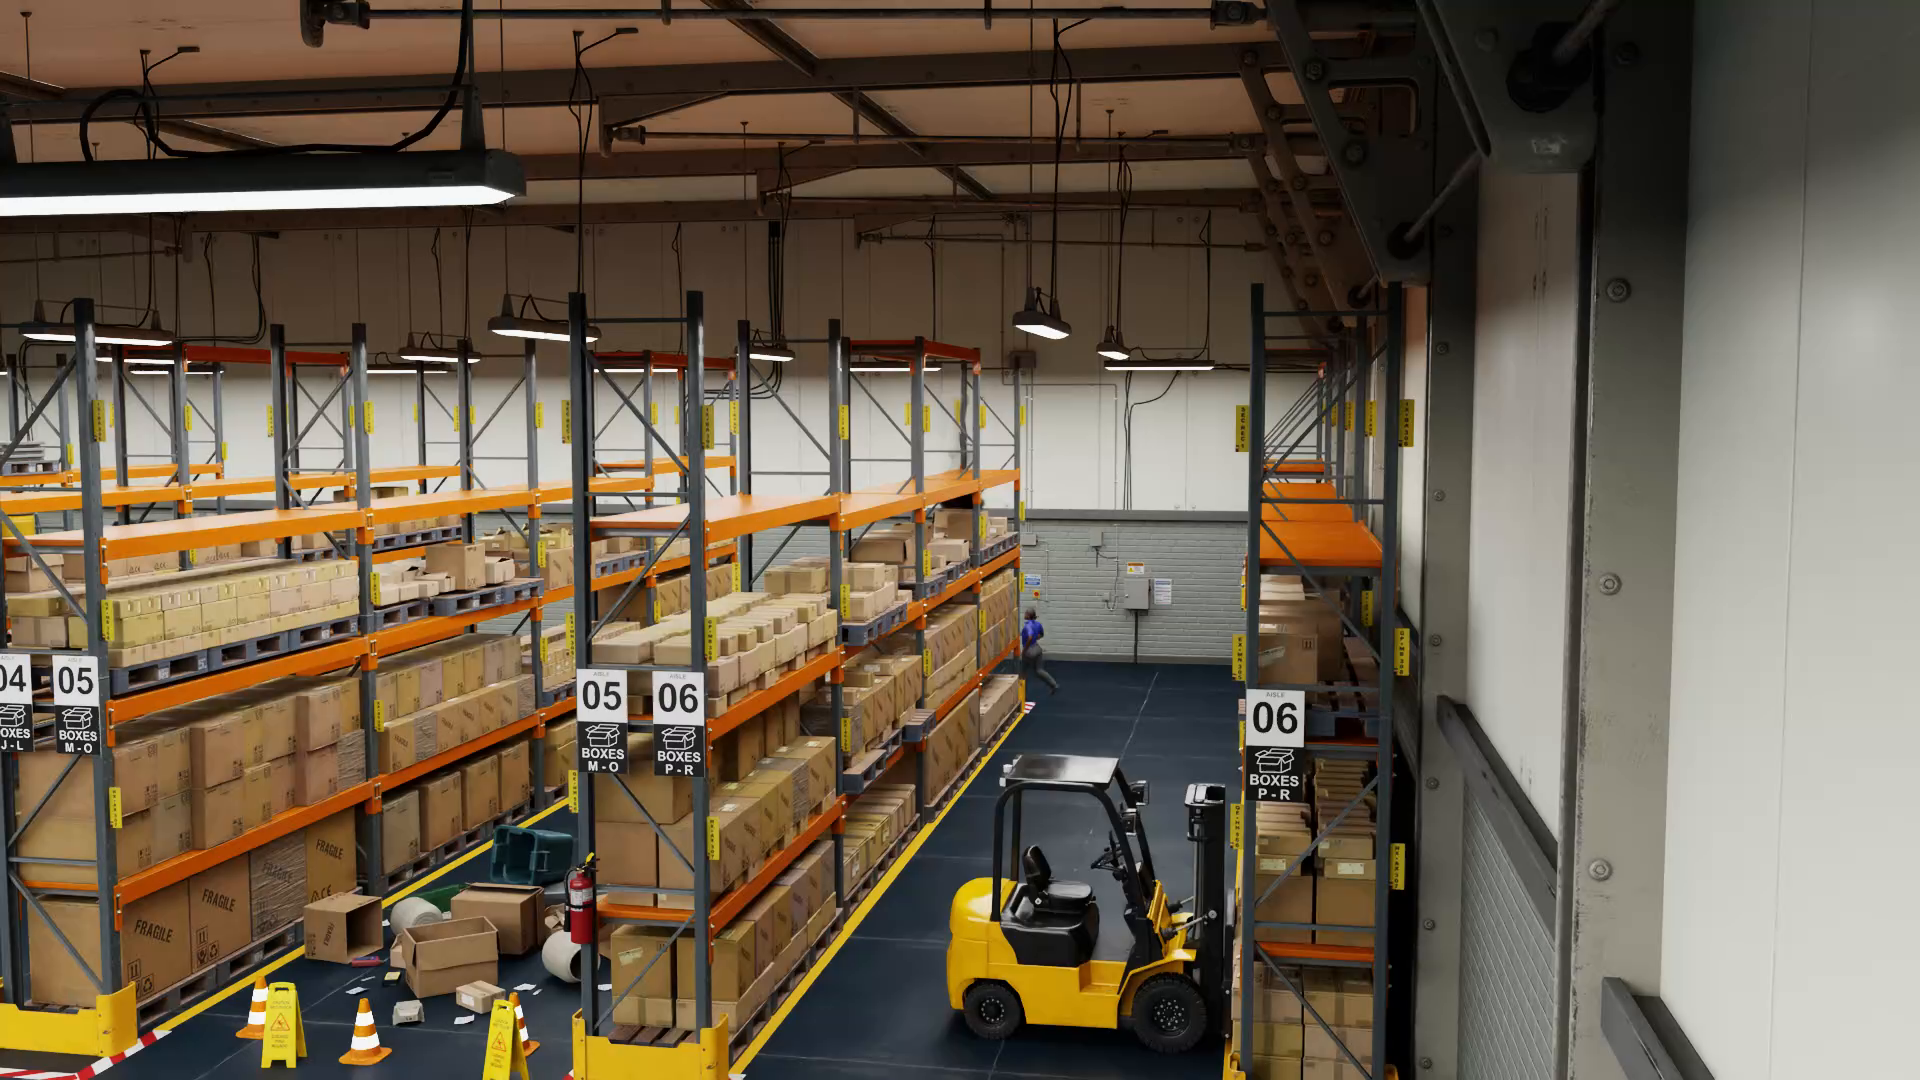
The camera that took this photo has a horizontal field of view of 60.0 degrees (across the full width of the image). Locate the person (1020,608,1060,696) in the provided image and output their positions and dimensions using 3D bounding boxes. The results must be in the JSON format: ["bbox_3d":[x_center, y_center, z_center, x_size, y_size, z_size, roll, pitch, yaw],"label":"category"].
[{"bbox_3d":[1.235,1.988,29.196,0.943,1.618,0.643,4,6,38],"label":"person"}]
